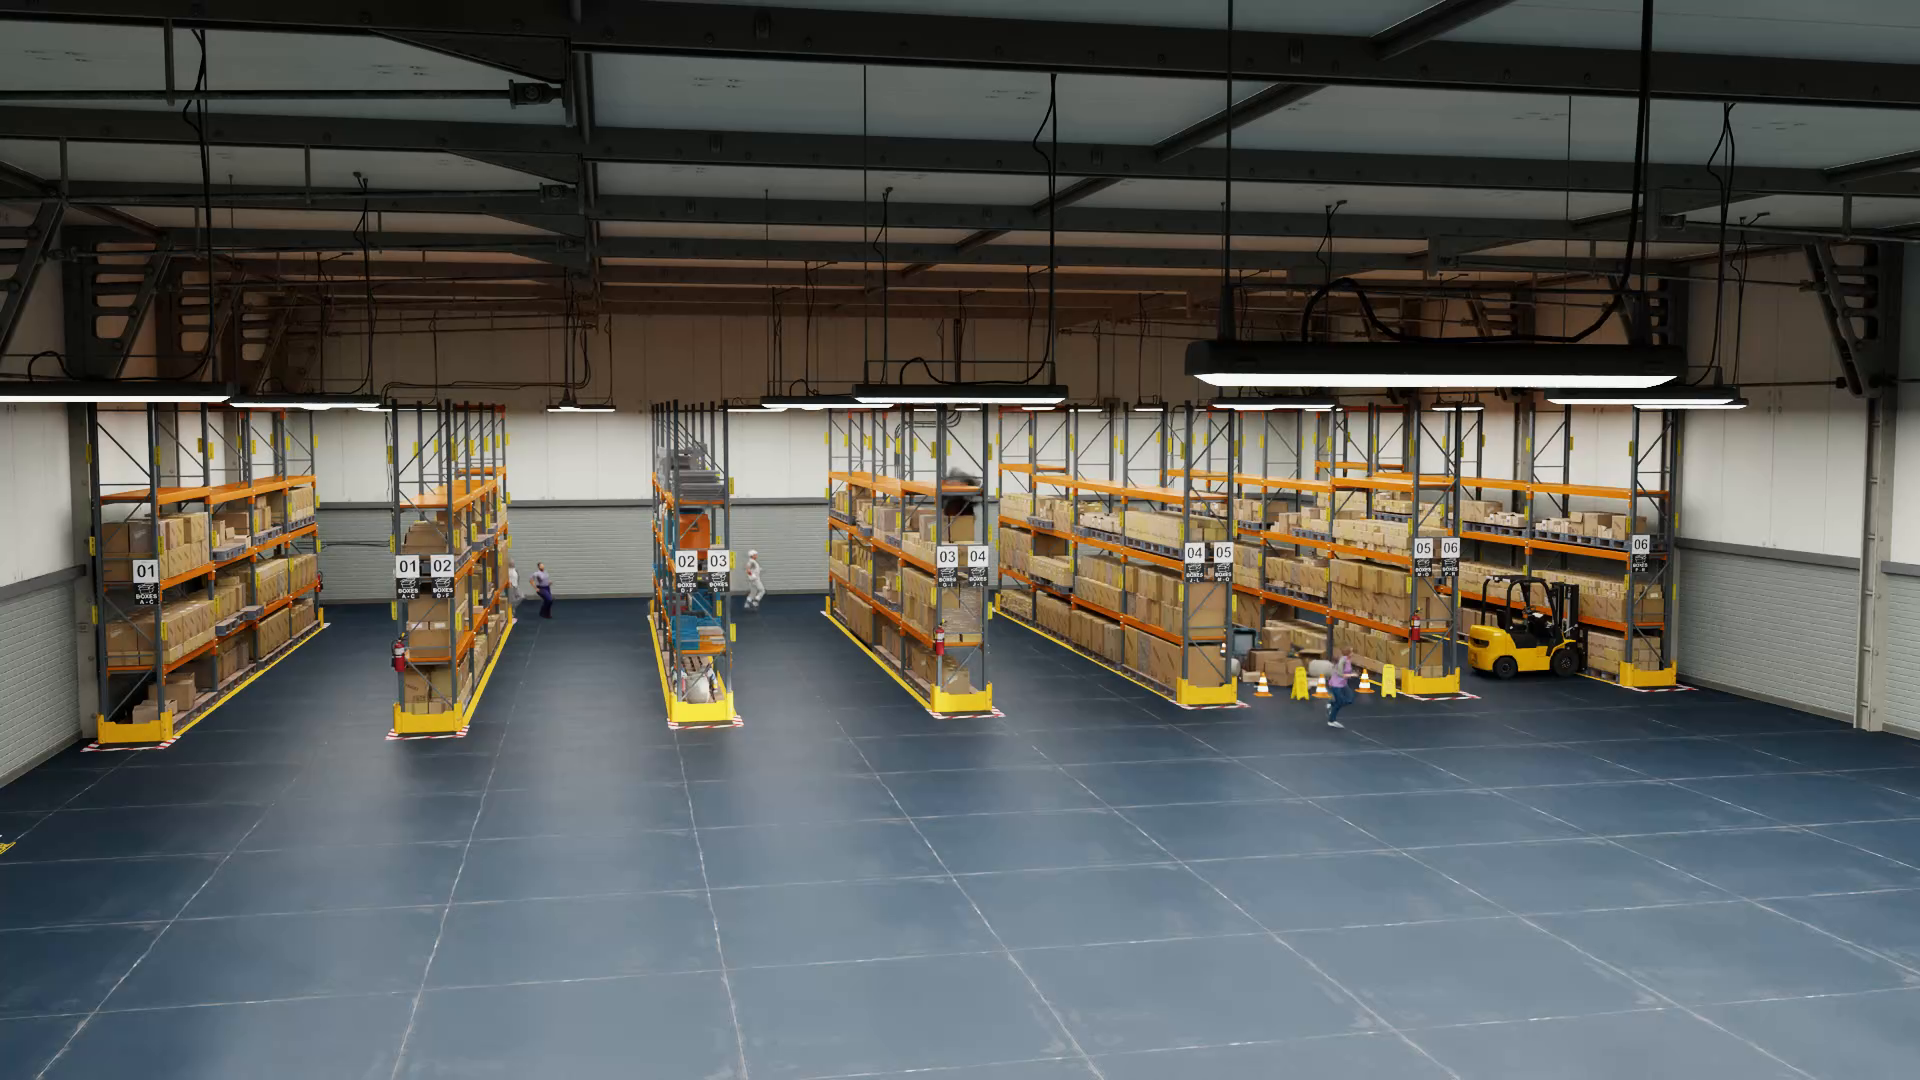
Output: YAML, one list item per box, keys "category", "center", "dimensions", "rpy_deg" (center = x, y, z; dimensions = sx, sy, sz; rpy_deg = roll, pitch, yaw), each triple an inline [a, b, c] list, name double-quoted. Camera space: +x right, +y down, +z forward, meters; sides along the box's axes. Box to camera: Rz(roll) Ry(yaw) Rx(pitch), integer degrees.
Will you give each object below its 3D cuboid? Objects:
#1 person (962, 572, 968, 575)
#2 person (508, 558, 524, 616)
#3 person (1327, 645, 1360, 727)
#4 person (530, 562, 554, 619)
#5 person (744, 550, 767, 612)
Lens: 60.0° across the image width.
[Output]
- category: "person"
  center: [0.112, 1.354, 47.104]
  dimensions: [0.681, 1.683, 0.816]
  rpy_deg: [0, 4, -5]
- category: "person"
  center: [-12.674, 1.339, 47.180]
  dimensions: [0.562, 1.661, 0.597]
  rpy_deg: [1, 4, 15]
- category: "person"
  center: [7.014, 2.673, 30.396]
  dimensions: [0.640, 1.531, 0.517]
  rpy_deg: [4, 6, 40]
- category: "person"
  center: [-11.651, 1.431, 46.543]
  dimensions: [0.620, 1.638, 0.661]
  rpy_deg: [2, 5, 24]
- category: "person"
  center: [-5.943, 1.195, 48.351]
  dimensions: [0.680, 1.808, 0.636]
  rpy_deg: [-1, 4, -15]
